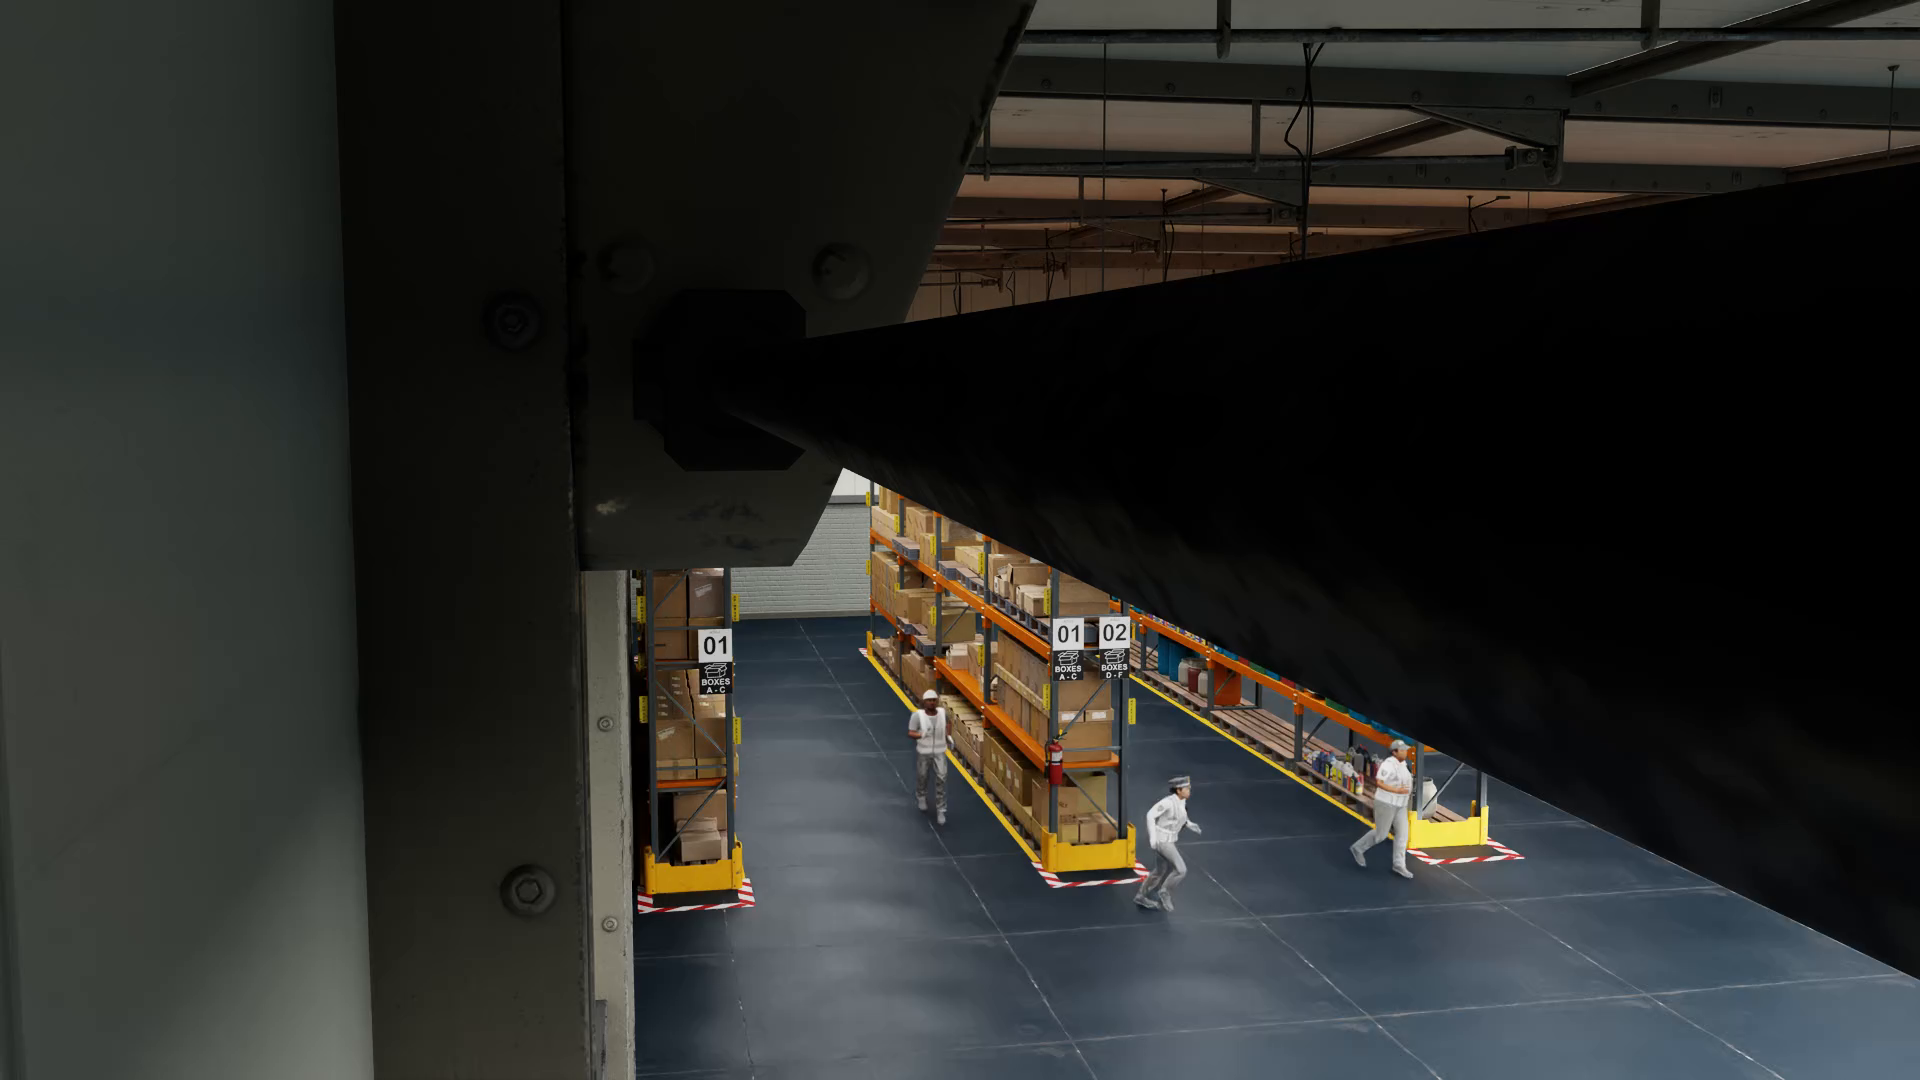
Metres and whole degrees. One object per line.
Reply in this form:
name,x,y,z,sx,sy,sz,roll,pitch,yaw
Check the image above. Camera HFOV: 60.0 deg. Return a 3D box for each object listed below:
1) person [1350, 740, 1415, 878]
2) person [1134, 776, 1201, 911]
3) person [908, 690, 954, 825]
person,5.418,3.332,20.907,0.632,1.668,0.845,-5,8,-43
person,2.419,3.530,19.411,0.774,1.619,0.638,3,7,26
person,-0.403,2.993,23.291,0.672,1.814,0.903,-1,6,-10
